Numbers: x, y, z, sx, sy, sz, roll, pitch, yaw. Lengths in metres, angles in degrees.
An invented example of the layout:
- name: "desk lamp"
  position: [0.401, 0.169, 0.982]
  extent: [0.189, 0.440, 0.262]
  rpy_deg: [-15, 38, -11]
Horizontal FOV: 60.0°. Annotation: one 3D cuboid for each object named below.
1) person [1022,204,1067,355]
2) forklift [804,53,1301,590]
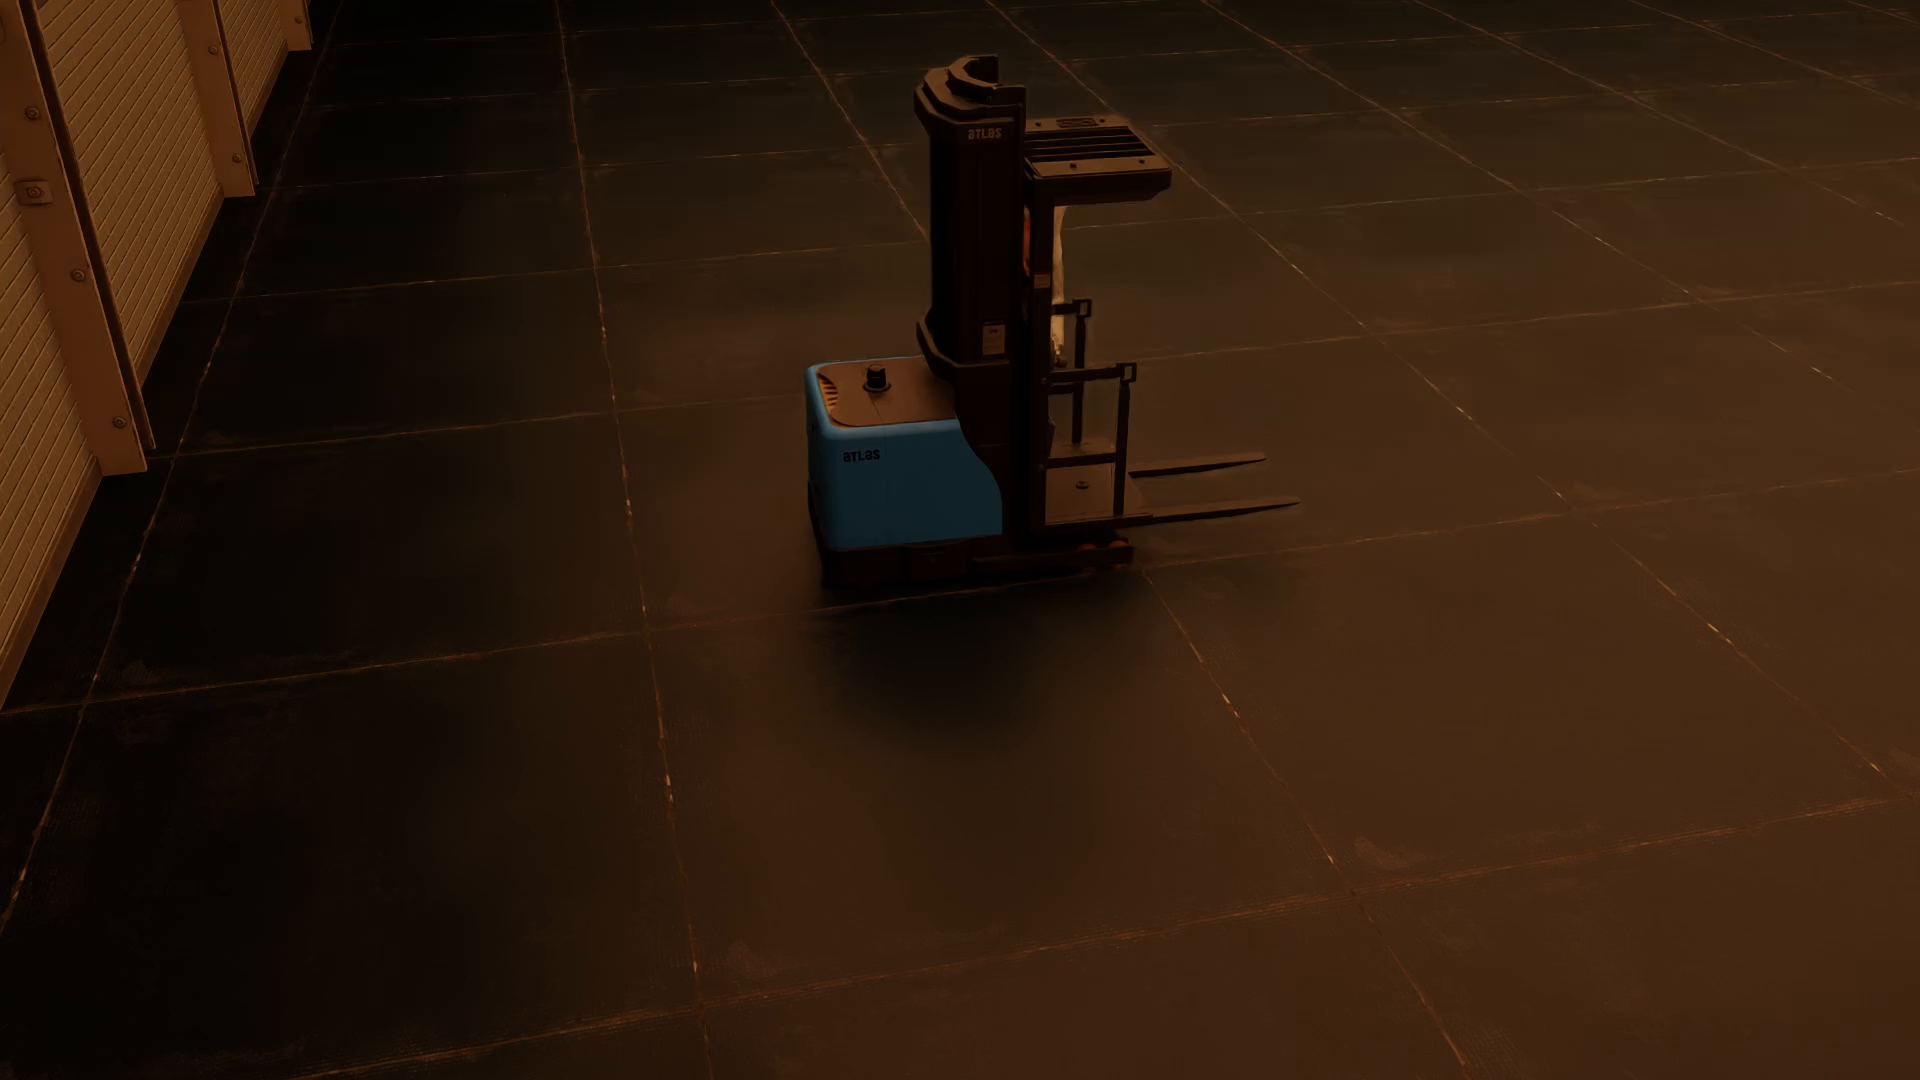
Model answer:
- name: "person"
  position: [0.604, -2.204, 12.755]
  extent: [0.471, 1.595, 0.852]
  rpy_deg: [-7, 31, -12]
- name: "forklift"
  position: [0.598, -1.332, 9.875]
  extent: [3.031, 2.935, 1.130]
  rpy_deg: [-6, 31, -10]
